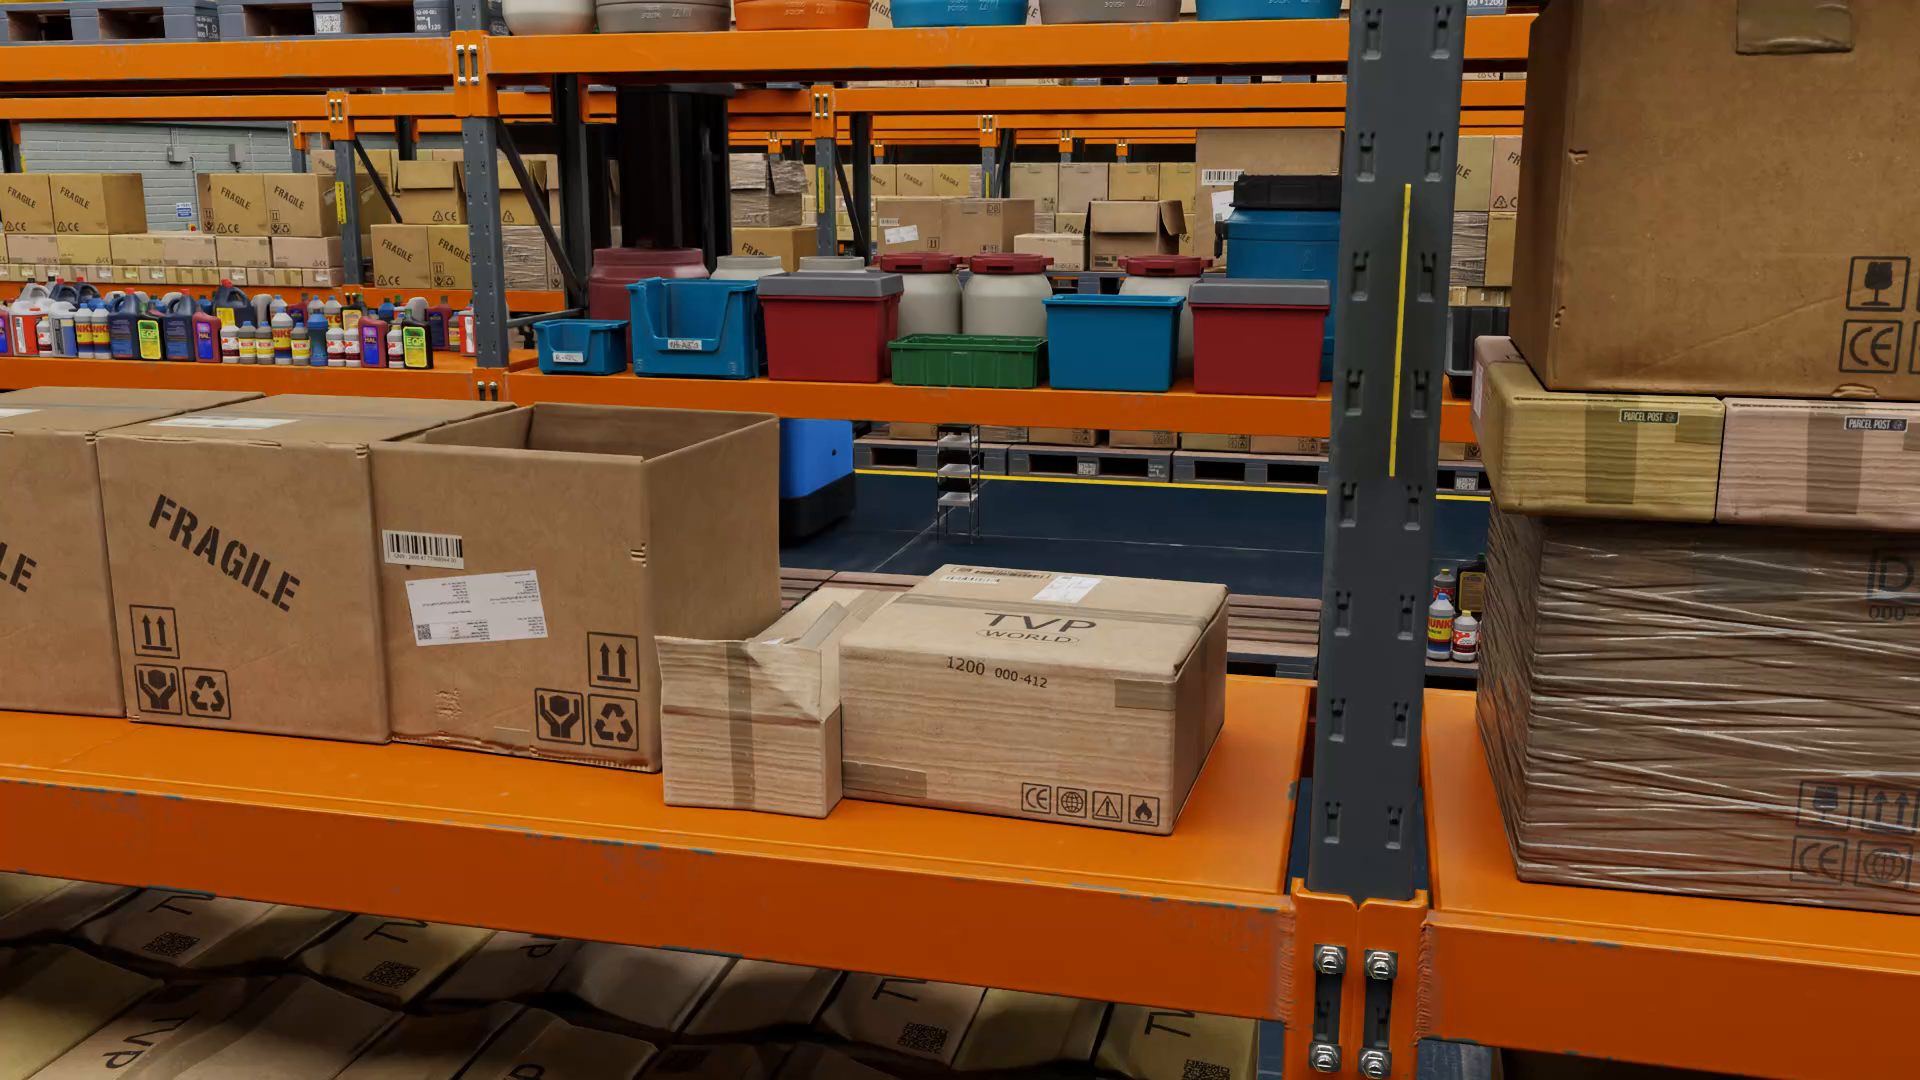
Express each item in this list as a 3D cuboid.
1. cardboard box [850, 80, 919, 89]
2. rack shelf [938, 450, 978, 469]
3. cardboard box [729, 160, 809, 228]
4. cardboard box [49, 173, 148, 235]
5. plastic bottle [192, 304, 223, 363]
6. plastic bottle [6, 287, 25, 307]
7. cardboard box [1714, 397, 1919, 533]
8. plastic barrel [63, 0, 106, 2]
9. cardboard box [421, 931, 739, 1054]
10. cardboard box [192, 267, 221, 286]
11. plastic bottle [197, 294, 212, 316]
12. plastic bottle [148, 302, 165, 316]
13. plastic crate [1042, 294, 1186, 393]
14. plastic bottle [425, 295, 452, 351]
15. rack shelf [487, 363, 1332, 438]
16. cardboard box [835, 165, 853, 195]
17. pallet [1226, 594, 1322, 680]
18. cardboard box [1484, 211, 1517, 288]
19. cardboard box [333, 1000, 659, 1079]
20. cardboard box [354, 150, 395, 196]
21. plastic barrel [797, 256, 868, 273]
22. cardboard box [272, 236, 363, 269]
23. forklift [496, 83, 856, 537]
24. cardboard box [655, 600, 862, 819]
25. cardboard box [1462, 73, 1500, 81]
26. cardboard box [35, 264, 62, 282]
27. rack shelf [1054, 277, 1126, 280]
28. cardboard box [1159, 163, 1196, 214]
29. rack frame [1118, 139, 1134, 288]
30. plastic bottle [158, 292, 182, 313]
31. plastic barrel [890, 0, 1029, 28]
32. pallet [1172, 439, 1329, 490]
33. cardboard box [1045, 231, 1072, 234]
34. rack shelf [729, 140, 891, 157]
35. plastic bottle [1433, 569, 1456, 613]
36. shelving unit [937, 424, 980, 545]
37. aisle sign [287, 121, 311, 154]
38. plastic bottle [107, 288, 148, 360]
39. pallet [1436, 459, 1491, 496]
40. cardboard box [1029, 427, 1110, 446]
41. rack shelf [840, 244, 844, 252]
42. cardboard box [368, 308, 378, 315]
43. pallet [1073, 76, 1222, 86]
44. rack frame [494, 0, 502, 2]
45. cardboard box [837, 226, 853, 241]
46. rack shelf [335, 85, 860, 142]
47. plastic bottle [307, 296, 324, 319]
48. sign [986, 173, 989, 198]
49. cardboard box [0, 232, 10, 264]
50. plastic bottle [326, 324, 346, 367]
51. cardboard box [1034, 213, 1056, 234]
[{"bbox_3d":[-0.490,-3.431,12.192,0.500,0.250,0.500,3,13,15],"label":"cardboard box"},{"bbox_3d":[-0.008,-0.495,10.126,0.200,0.077,0.258,3,13,14],"label":"rack shelf"},{"bbox_3d":[-1.591,-2.697,12.919,0.637,0.503,0.797,4,13,15],"label":"cardboard box"},{"bbox_3d":[-7.261,-2.837,14.026,0.500,0.500,0.500,3,13,12],"label":"cardboard box"},{"bbox_3d":[-3.676,-1.010,8.128,0.133,0.283,0.061,3,13,14],"label":"plastic bottle"},{"bbox_3d":[-5.260,-1.272,9.309,0.133,0.283,0.061,3,13,14],"label":"plastic bottle"},{"bbox_3d":[1.080,-0.125,2.142,0.250,0.149,0.380,3,13,14],"label":"cardboard box"},{"bbox_3d":[-4.261,-3.141,8.414,0.708,0.901,0.600,3,13,14],"label":"plastic barrel"},{"bbox_3d":[-0.708,0.909,3.294,0.500,0.311,0.500,3,13,12],"label":"cardboard box"},{"bbox_3d":[-6.142,-2.203,13.816,0.250,0.149,0.380,3,13,15],"label":"cardboard box"},{"bbox_3d":[-4.061,-1.184,8.942,0.097,0.271,0.097,0,13,0],"label":"plastic bottle"},{"bbox_3d":[-3.971,-1.039,8.260,0.133,0.283,0.061,3,13,14],"label":"plastic bottle"},{"bbox_3d":[0.666,-0.852,7.187,0.575,0.384,0.392,3,13,14],"label":"plastic crate"},{"bbox_3d":[-2.723,-1.136,8.698,0.133,0.283,0.061,3,13,14],"label":"plastic bottle"},{"bbox_3d":[-0.130,-0.621,7.768,4.000,0.370,1.077,3,13,14],"label":"rack shelf"},{"bbox_3d":[-1.535,-4.842,22.594,0.500,0.500,0.500,3,13,13],"label":"cardboard box"},{"bbox_3d":[1.040,0.460,7.671,1.213,0.211,1.003,3,13,14],"label":"pallet"},{"bbox_3d":[3.898,-2.034,11.559,0.500,0.500,0.875,3,13,14],"label":"cardboard box"},{"bbox_3d":[-0.831,1.024,2.777,0.500,0.311,0.500,3,13,13],"label":"cardboard box"},{"bbox_3d":[-6.502,-4.149,18.781,0.500,0.500,0.500,3,13,15],"label":"cardboard box"},{"bbox_3d":[-0.613,-1.100,8.009,0.421,0.512,0.421,0,13,0],"label":"plastic barrel"},{"bbox_3d":[-5.260,-2.365,13.626,0.500,0.250,0.500,3,13,12],"label":"cardboard box"},{"bbox_3d":[-2.254,-1.570,10.543,3.031,2.935,1.130,4,13,16],"label":"forklift"},{"bbox_3d":[-0.276,0.232,2.574,0.258,0.266,0.396,3,13,12],"label":"cardboard box"},{"bbox_3d":[3.374,-3.224,11.260,0.500,0.250,0.500,3,13,11],"label":"cardboard box"},{"bbox_3d":[-7.635,-2.283,14.177,0.250,0.149,0.380,3,13,13],"label":"cardboard box"},{"bbox_3d":[2.343,-2.700,17.140,4.000,0.370,1.077,3,13,14],"label":"rack shelf"},{"bbox_3d":[2.321,-3.588,16.942,0.500,0.500,0.700,3,13,13],"label":"cardboard box"},{"bbox_3d":[2.675,-5.245,26.951,0.127,3.000,1.000,3,13,14],"label":"rack frame"},{"bbox_3d":[-4.295,-1.206,9.032,0.135,0.276,0.152,3,13,14],"label":"plastic bottle"},{"bbox_3d":[-0.004,-2.626,7.062,0.708,0.901,0.600,3,13,14],"label":"plastic barrel"},{"bbox_3d":[2.242,-0.589,12.399,1.213,0.211,1.003,3,13,14],"label":"pallet"},{"bbox_3d":[0.799,-2.227,12.687,0.258,0.266,0.396,3,13,12],"label":"cardboard box"},{"bbox_3d":[-3.150,-6.670,28.107,4.000,0.370,1.077,3,13,14],"label":"rack shelf"},{"bbox_3d":[2.239,0.236,7.688,0.097,0.201,0.097,0,13,0],"label":"plastic bottle"},{"bbox_3d":[-0.008,-0.440,10.138,0.210,0.900,0.258,3,13,14],"label":"shelving unit"},{"bbox_3d":[-7.508,-4.780,18.852,0.004,0.787,0.394,3,13,14],"label":"aisle sign"},{"bbox_3d":[-4.130,-1.076,8.272,0.185,0.351,0.144,3,13,14],"label":"plastic bottle"},{"bbox_3d":[3.659,-0.521,12.095,1.213,0.211,1.003,3,13,14],"label":"pallet"},{"bbox_3d":[0.864,-1.027,12.694,0.500,0.500,0.700,4,13,18],"label":"cardboard box"},{"bbox_3d":[-0.452,-3.954,22.791,4.000,0.370,1.077,3,13,14],"label":"rack shelf"},{"bbox_3d":[-5.390,-1.544,14.203,0.875,0.875,0.875,3,13,14],"label":"cardboard box"},{"bbox_3d":[1.417,-3.390,12.097,1.003,0.211,1.213,3,13,14],"label":"pallet"},{"bbox_3d":[-6.278,-7.545,23.467,0.127,3.000,1.000,3,13,14],"label":"rack frame"},{"bbox_3d":[-1.181,-3.220,17.434,0.250,0.149,0.380,2,13,11],"label":"cardboard box"},{"bbox_3d":[-2.827,-3.334,13.073,4.000,0.370,1.077,3,13,14],"label":"rack shelf"},{"bbox_3d":[-3.418,-1.163,8.848,0.097,0.271,0.097,0,13,0],"label":"plastic bottle"},{"bbox_3d":[0.281,-3.567,16.896,0.005,0.325,0.100,3,13,14],"label":"sign"},{"bbox_3d":[-8.251,-2.523,14.339,0.500,0.250,0.500,3,13,12],"label":"cardboard box"},{"bbox_3d":[-2.993,-0.937,7.991,0.097,0.201,0.097,0,13,0],"label":"plastic bottle"},{"bbox_3d":[0.773,-3.124,17.158,0.500,0.500,0.500,3,13,14],"label":"cardboard box"}]
